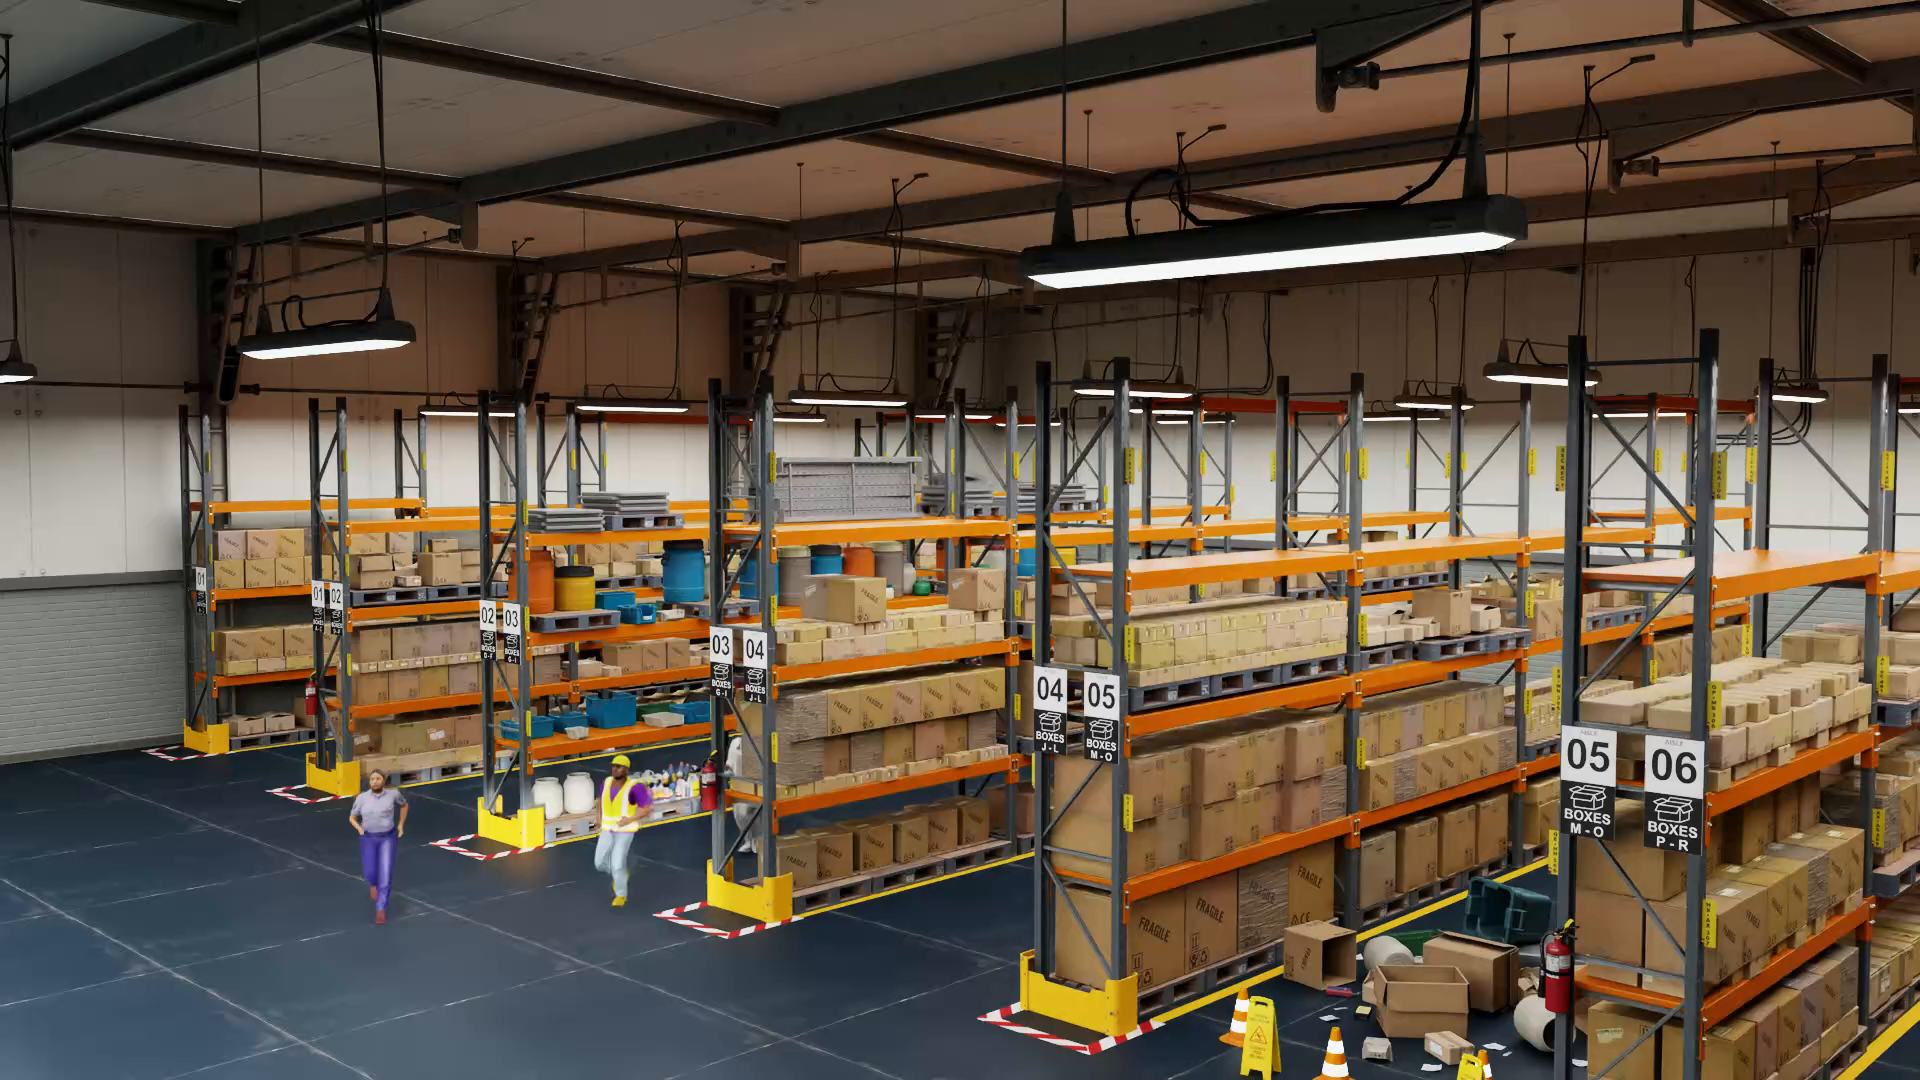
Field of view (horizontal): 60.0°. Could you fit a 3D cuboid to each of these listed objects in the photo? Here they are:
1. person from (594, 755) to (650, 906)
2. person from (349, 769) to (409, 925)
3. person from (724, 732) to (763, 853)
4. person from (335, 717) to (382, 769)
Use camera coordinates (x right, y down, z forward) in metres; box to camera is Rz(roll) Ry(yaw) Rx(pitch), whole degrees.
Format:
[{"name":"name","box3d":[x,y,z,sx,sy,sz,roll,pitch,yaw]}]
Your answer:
[{"name":"person","box3d":[-3.883,3.303,18.974,0.732,1.719,0.568,1,3,22]},{"name":"person","box3d":[-6.495,3.379,18.596,0.619,1.651,0.899,-1,3,-14]},{"name":"person","box3d":[-2.771,3.161,21.321,0.697,1.741,0.639,2,3,30]},{"name":"person","box3d":[-9.876,2.906,27.430,0.592,1.694,1.025,3,4,40]}]
